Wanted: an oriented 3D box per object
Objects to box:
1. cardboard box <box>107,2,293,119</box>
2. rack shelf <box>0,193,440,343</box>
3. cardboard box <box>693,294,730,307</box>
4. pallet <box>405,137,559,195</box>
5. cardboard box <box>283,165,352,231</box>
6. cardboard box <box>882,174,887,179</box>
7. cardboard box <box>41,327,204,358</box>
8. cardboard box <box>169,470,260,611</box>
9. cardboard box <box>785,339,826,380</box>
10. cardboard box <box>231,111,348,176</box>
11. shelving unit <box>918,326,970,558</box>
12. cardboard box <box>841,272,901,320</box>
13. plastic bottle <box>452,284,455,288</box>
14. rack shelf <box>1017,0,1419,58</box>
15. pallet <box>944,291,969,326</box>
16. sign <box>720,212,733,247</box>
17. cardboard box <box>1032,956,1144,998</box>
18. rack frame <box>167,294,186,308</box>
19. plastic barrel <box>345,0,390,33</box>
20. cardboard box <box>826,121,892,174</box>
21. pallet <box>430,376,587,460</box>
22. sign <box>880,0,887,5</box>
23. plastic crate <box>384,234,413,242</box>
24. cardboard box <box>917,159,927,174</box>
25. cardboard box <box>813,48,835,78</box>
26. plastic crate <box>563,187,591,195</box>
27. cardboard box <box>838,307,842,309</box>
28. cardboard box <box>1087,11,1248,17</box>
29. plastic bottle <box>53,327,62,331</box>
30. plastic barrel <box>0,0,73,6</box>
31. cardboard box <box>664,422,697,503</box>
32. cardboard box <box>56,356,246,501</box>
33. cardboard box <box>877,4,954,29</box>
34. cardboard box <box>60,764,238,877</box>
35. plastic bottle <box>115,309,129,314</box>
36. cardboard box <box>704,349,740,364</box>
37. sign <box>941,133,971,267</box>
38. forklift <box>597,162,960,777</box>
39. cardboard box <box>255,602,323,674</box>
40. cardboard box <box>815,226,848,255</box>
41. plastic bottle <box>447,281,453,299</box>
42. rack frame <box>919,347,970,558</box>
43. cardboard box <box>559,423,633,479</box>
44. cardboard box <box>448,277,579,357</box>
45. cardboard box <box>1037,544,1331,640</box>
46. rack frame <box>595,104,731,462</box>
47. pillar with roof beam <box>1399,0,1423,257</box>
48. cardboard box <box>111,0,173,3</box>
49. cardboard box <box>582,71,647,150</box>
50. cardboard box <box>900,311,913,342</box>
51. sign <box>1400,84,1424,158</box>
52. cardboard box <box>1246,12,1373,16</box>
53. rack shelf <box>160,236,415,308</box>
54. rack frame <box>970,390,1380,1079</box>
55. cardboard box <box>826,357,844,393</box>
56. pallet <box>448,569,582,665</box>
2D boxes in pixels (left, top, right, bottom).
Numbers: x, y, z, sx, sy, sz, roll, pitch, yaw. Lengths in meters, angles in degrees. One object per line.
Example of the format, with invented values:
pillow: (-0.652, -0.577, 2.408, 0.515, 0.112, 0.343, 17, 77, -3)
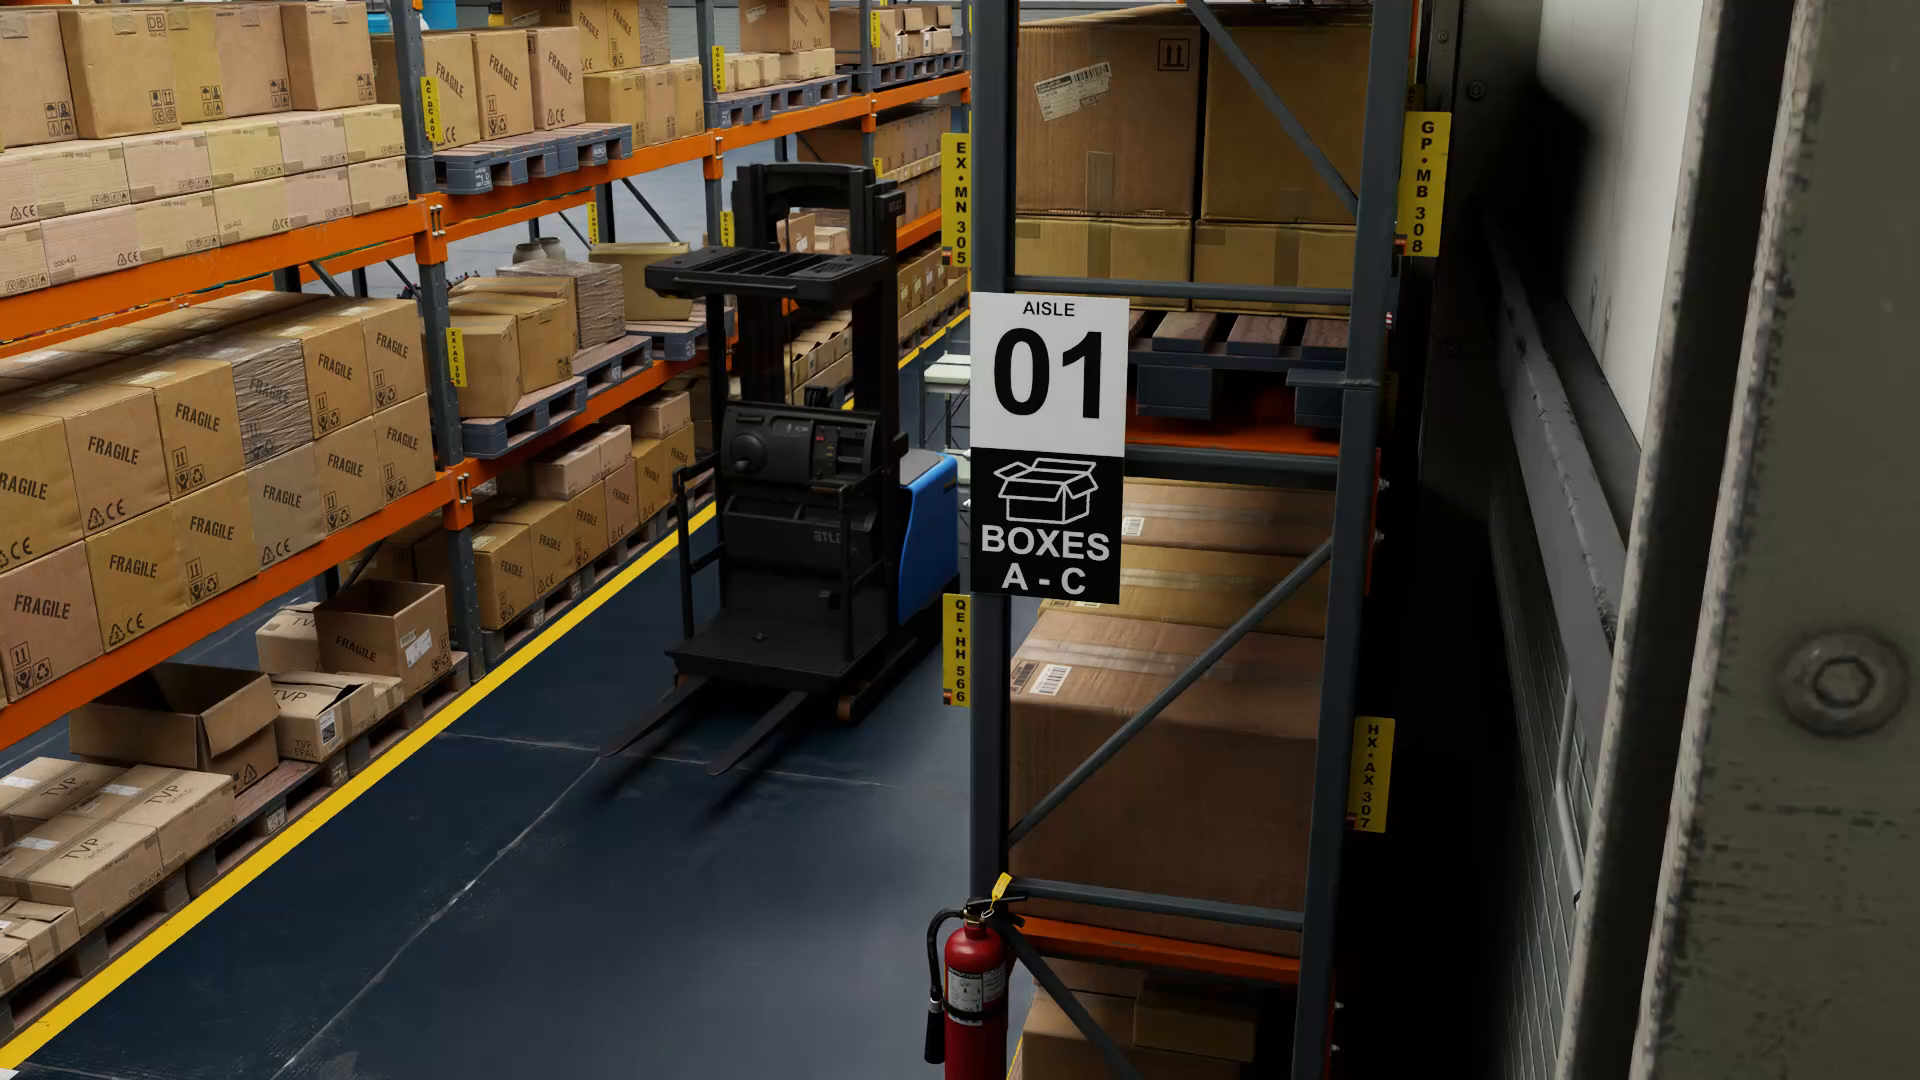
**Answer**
cardboard box: (-3.643, -2.274, 7.862, 0.700, 0.500, 0.500, 5, 19, 13)
rack shelf: (-3.790, -1.087, 7.202, 1.077, 0.370, 4.000, 5, 19, 13)
cardboard box: (-2.193, -1.957, 13.414, 0.500, 0.311, 0.500, 6, 20, 17)
pallet: (-3.074, -2.164, 9.533, 1.213, 0.211, 1.003, 5, 19, 13)
cardboard box: (-3.295, -1.654, 7.981, 0.500, 0.250, 0.500, 5, 19, 13)
cardboard box: (-0.971, -3.725, 17.295, 0.380, 0.149, 0.250, 4, 19, 12)
cardboard box: (-3.941, -0.707, 7.915, 0.500, 0.500, 0.500, 4, 19, 12)
cardboard box: (-3.545, -0.022, 7.458, 0.500, 0.500, 0.500, 5, 19, 14)
cardboard box: (-1.539, -1.679, 15.198, 0.500, 0.311, 0.500, 4, 19, 13)
cardboard box: (-3.282, -1.890, 7.897, 0.500, 0.250, 0.500, 5, 19, 13)
shelving unit: (0.002, -0.712, 11.951, 0.431, 1.500, 0.755, 5, 19, 13)
cardboard box: (-0.930, -2.515, 17.355, 0.500, 0.500, 0.500, 5, 19, 13)
plastic bottle: (-6.049, -2.959, 19.858, 0.097, 0.201, 0.097, 0, 19, 0)
rack shelf: (1.014, -1.927, 5.640, 1.077, 0.370, 4.000, 5, 19, 13)
pallet: (-0.516, -2.834, 20.157, 1.003, 0.211, 1.213, 5, 19, 13)
sign: (-1.796, -2.359, 12.785, 0.100, 0.325, 0.005, 5, 19, 13)
cardboard box: (0.454, 1.404, 5.650, 0.380, 0.149, 0.250, 4, 19, 13)
rack frame: (-7.127, -2.281, 14.225, 1.000, 3.000, 0.127, 5, 19, 13)
plastic barrel: (-6.063, -5.015, 16.813, 0.600, 0.901, 0.708, 5, 19, 13)
cardboard box: (-1.122, -4.102, 17.394, 0.700, 0.500, 0.500, 5, 19, 13)
pallet: (-3.000, -0.786, 10.145, 1.003, 0.211, 1.213, 5, 19, 13)
sign: (-0.906, -6.312, 19.912, 0.100, 0.325, 0.005, 5, 19, 13)
plastic crate: (-5.971, -3.389, 17.370, 0.402, 0.464, 0.583, 5, 19, 13)
cardboard box: (-0.593, -4.210, 18.713, 0.380, 0.149, 0.250, 5, 20, 15)
cardboard box: (-1.507, -4.497, 15.655, 0.500, 0.250, 0.500, 7, 20, 19)
plastic crate: (-5.004, -4.538, 21.062, 0.499, 0.251, 0.616, 5, 19, 13)
cardboard box: (-1.312, -2.713, 17.934, 0.500, 0.500, 0.500, 5, 19, 13)
cardboard box: (0.692, -1.512, 5.599, 0.500, 0.500, 0.500, 4, 19, 11)
plastic bottle: (-7.057, -1.736, 12.938, 0.097, 0.201, 0.097, 0, 19, 0)
plastic barrel: (-7.268, -3.925, 13.083, 0.600, 0.830, 0.708, 5, 19, 13)
cardboard box: (-2.325, -0.602, 12.497, 0.500, 0.500, 0.500, 5, 20, 16)
cardboard box: (-3.544, -0.500, 7.309, 0.500, 0.500, 0.500, 4, 19, 13)
cardboard box: (-0.514, -5.950, 19.299, 0.797, 0.503, 0.637, 6, 20, 17)
cardboard box: (-3.627, 1.250, 7.459, 0.500, 0.250, 0.500, 5, 19, 13)
plastic bottle: (-6.868, -1.993, 13.562, 0.061, 0.283, 0.133, 5, 19, 13)
cardboard box: (-2.188, -1.557, 14.841, 0.500, 0.311, 0.500, 5, 19, 13)
sign: (0.003, -0.839, 4.116, 0.100, 0.325, 0.005, 5, 19, 13)
forklift: (-0.986, -0.520, 9.175, 1.130, 2.935, 3.031, 7, 20, 19)
cardboard box: (-3.614, 0.544, 9.434, 0.500, 0.311, 0.500, 5, 19, 13)
cardboard box: (-1.425, -2.914, 16.309, 0.500, 0.250, 0.500, 6, 20, 17)
plastic bottle: (-5.999, -2.886, 19.518, 0.061, 0.283, 0.133, 5, 19, 13)
rack frame: (-0.088, -0.597, 11.615, 0.400, 1.500, 0.023, 5, 19, 13)
cardboard box: (-2.581, -0.618, 11.383, 0.500, 0.250, 0.500, 4, 19, 12)
cardboard box: (-2.930, -1.440, 10.957, 0.700, 0.500, 0.500, 0, 19, -1)
cardboard box: (0.807, 0.477, 5.685, 0.980, 0.700, 0.700, 5, 19, 13)
rack frame: (-2.324, -1.889, 13.076, 1.000, 3.000, 0.127, 5, 19, 13)
pillar with roof beam: (2.394, -8.778, 23.965, 9.100, 9.000, 0.400, 5, 19, 13)
cardboard box: (-10.108, -6.518, 20.601, 0.500, 0.500, 0.500, 5, 19, 13)
cardboard box: (-2.650, -2.893, 11.222, 0.910, 0.500, 0.500, 5, 19, 13)
cardboard box: (-0.813, -2.318, 17.936, 0.500, 0.250, 0.500, 5, 19, 13)
sign: (2.041, -1.903, 7.556, 0.100, 0.325, 0.005, 5, 19, 13)
cardboard box: (1.197, -1.474, 5.488, 0.500, 0.500, 0.500, 5, 19, 13)
rack shelf: (-6.638, -2.567, 16.177, 1.077, 0.370, 4.000, 5, 19, 13)
rack frame: (0.526, 1.009, 4.593, 1.000, 3.000, 0.127, 5, 19, 13)
cardboard box: (-1.417, -1.568, 15.743, 0.500, 0.250, 0.500, 5, 20, 15)
pallet: (-3.139, 0.427, 10.612, 1.003, 0.211, 1.213, 5, 19, 13)
